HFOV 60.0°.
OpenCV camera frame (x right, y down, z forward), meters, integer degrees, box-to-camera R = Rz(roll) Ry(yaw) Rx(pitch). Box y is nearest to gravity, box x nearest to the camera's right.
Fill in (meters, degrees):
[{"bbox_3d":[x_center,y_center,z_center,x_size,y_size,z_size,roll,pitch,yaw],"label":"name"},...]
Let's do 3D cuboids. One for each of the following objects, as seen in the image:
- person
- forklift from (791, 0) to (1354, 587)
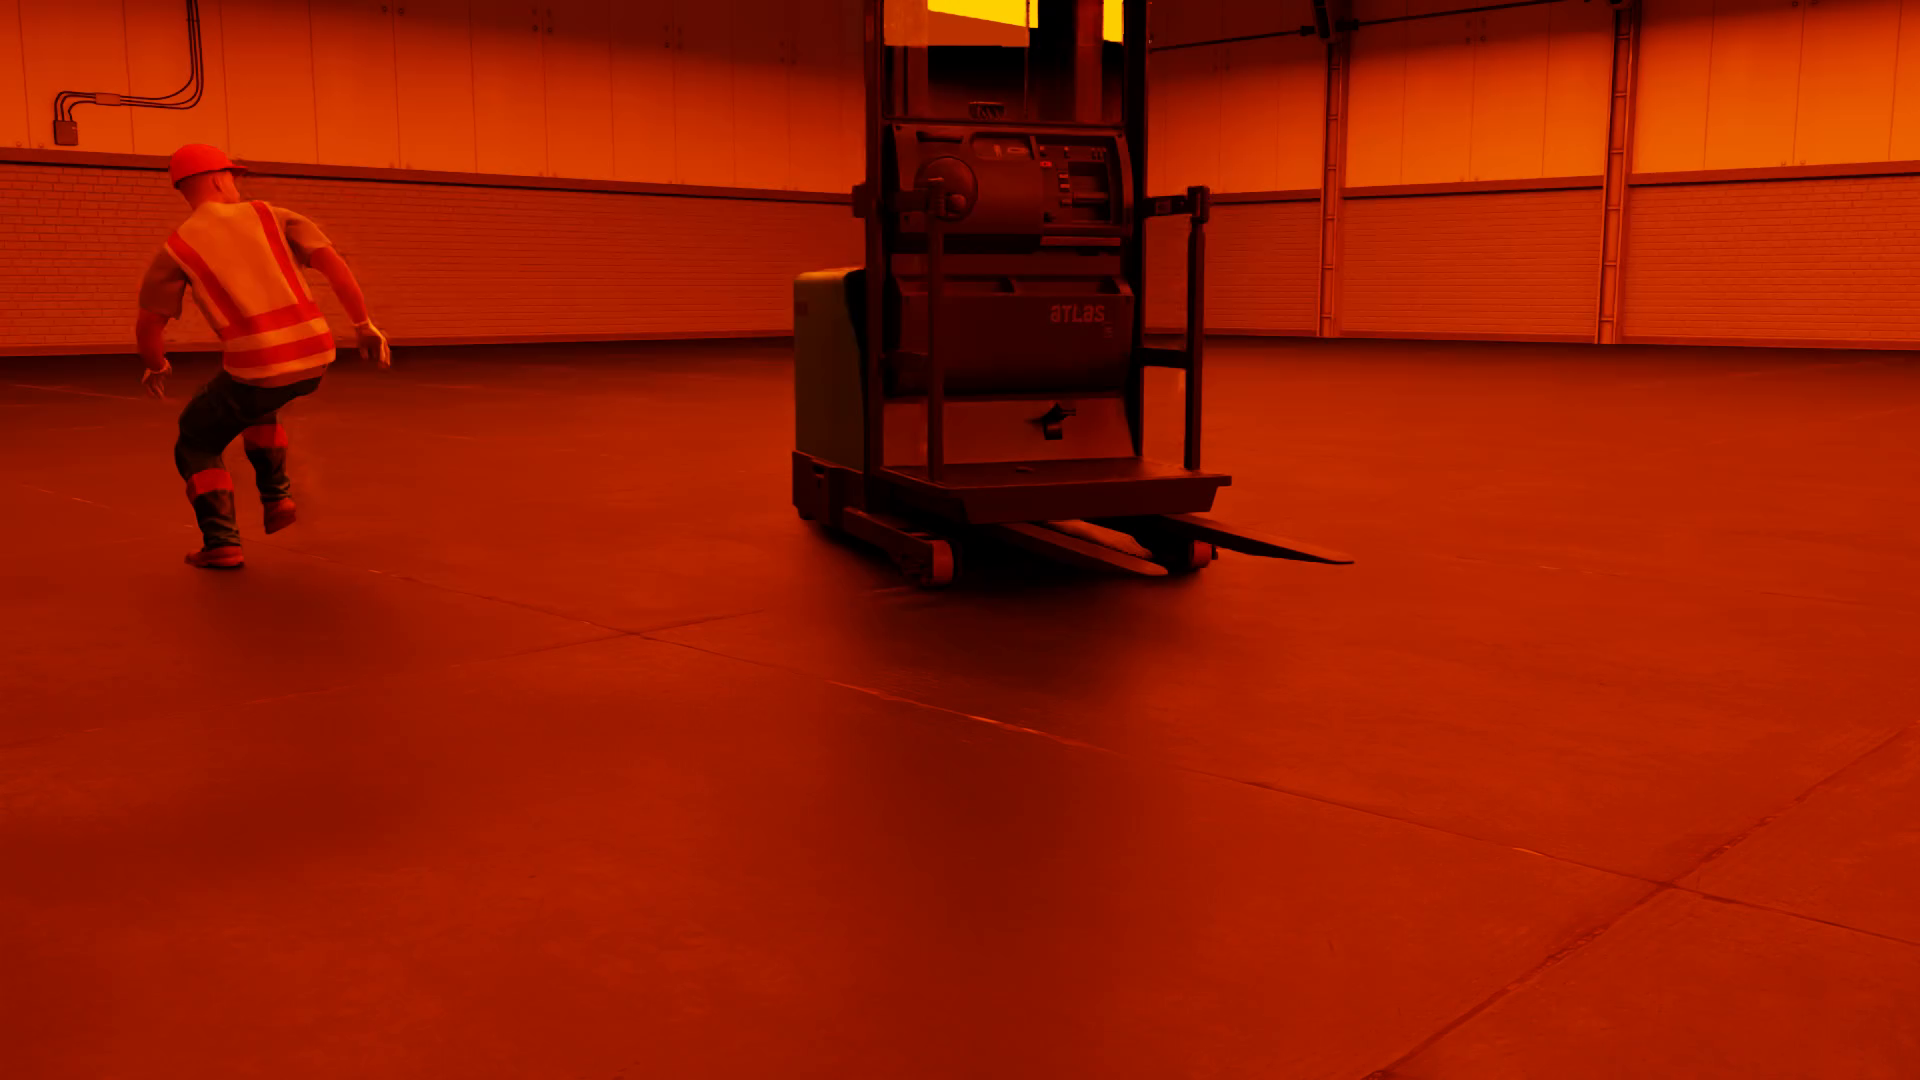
[{"bbox_3d":[-2.670,-0.698,6.275,0.739,1.551,0.789,8,12,43],"label":"person"},{"bbox_3d":[0.279,-1.359,5.899,1.130,2.935,3.031,-3,9,-21],"label":"forklift"}]
